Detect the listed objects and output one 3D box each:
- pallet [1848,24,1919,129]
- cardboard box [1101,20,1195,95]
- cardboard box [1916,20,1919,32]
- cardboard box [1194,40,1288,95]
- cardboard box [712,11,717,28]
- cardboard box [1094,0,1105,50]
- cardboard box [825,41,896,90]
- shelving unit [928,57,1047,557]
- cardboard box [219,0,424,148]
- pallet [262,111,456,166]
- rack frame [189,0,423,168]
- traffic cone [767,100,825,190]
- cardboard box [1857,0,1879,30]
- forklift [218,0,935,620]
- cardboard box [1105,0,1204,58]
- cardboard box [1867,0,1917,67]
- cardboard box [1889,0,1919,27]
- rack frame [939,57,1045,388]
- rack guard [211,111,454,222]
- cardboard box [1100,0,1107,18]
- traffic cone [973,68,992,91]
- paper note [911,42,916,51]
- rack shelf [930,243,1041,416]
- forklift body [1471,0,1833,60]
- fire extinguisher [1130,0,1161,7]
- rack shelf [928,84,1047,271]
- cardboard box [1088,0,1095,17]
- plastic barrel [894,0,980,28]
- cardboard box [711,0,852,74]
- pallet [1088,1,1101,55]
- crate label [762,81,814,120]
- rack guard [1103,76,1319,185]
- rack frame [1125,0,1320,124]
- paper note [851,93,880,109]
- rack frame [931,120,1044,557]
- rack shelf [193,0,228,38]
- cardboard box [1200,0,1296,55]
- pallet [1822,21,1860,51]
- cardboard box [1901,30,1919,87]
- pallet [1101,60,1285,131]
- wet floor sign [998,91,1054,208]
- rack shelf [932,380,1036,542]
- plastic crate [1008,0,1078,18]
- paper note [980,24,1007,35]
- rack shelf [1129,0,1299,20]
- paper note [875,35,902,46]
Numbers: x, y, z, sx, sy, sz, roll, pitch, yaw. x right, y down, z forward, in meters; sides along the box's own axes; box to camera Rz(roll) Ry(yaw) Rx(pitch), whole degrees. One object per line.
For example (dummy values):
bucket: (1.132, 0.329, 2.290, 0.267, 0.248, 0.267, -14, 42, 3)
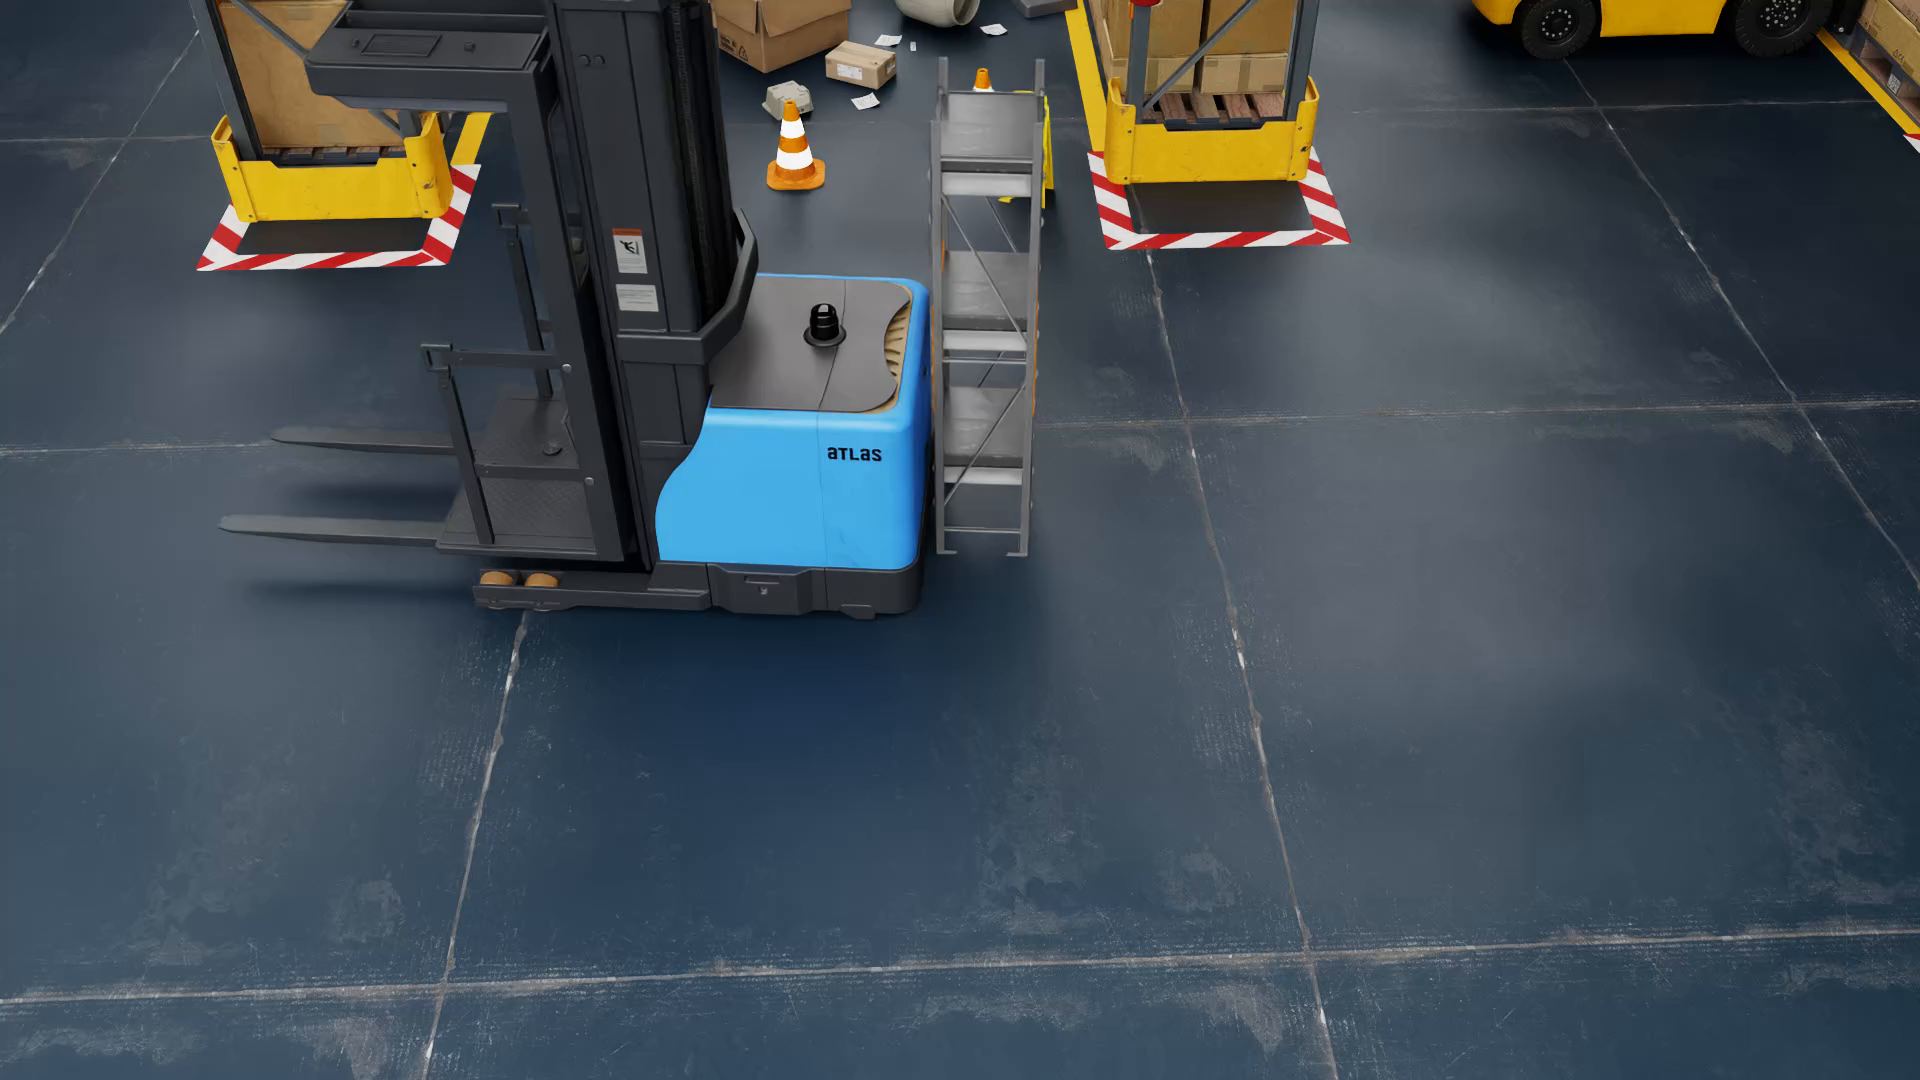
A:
pallet: (6.328, -2.882, 10.387, 1.003, 0.211, 1.213, -2, 43, -2)
cardboard box: (1.139, -2.945, 10.117, 0.500, 0.250, 0.500, -2, 43, -2)
cardboard box: (6.069, -3.040, 9.850, 0.500, 0.250, 0.500, -2, 43, -2)
cardboard box: (1.685, -2.943, 10.115, 0.500, 0.250, 0.500, -2, 43, -2)
cardboard box: (-1.755, -3.624, 11.157, 0.396, 0.266, 0.258, 5, 43, 6)
cardboard box: (1.126, -3.279, 10.481, 0.500, 0.250, 0.500, -1, 43, -2)
cardboard box: (-0.631, -3.025, 10.590, 0.380, 0.149, 0.250, 19, 46, 20)
shelving unit: (0.108, -0.875, 6.800, 0.431, 2.100, 0.503, 2, 43, 2)
cardboard box: (-3.593, -2.867, 9.569, 0.875, 0.875, 0.875, -1, 43, -2)
pallet: (-3.611, -2.549, 10.024, 1.003, 0.211, 1.213, -2, 43, -2)
rack frame: (-3.498, -3.039, 8.496, 1.000, 3.000, 0.127, -2, 43, -2)
traffic cone: (-0.959, -2.306, 9.573, 0.336, 0.463, 0.334, -2, 43, -2)
cardboard box: (6.042, -3.518, 10.742, 0.500, 0.250, 0.500, -1, 43, -1)
forklift: (-1.654, -1.132, 6.465, 3.031, 2.935, 1.130, 2, 43, 3)
cardboard box: (1.148, -3.201, 9.841, 0.500, 0.500, 0.500, -1, 43, -2)
cardboard box: (6.055, -3.180, 10.373, 0.500, 0.250, 0.500, -2, 43, -2)
cardboard box: (6.058, -3.379, 10.220, 0.500, 0.250, 0.500, -2, 43, -2)
rack frame: (0.120, -1.040, 6.980, 0.400, 2.100, 0.015, 2, 43, 2)
rack guard: (-3.497, -2.102, 9.323, 1.175, 0.500, 0.348, -2, 43, -2)
cardboard box: (1.123, -3.553, 10.225, 0.500, 0.500, 0.500, 0, 43, 0)
traffic cone: (0.136, -2.568, 9.859, 0.336, 0.463, 0.334, -2, 43, -2)
paper note: (-0.308, -3.247, 10.935, 0.032, 0.001, 0.123, -2, 43, -2)
rack shelf: (0.108, -0.865, 6.810, 0.431, 0.518, 0.480, 2, 43, 2)
forklift body: (4.499, -4.310, 10.509, 2.313, 2.155, 1.214, -2, 43, -2)
fire extinguisher: (0.987, -3.131, 8.652, 0.296, 0.674, 0.183, -2, 43, -2)
rack shelf: (0.108, -1.381, 6.337, 0.431, 0.518, 0.480, 2, 43, 2)
cardboard box: (1.098, -3.632, 10.866, 0.500, 0.250, 0.500, -3, 43, -3)
plastic barrel: (-0.158, -3.651, 11.069, 0.512, 0.421, 0.421, 27, 49, 27)
cardboard box: (-1.161, -3.443, 10.783, 0.797, 0.503, 0.637, -32, 51, -30)
pallet: (1.392, -3.644, 11.219, 1.003, 0.211, 1.213, -2, 43, -2)
crate label: (-1.054, -2.715, 10.261, 0.250, 0.136, 0.298, -23, 47, -23)
rack guard: (1.440, -2.379, 9.626, 1.175, 0.500, 0.348, -2, 43, -2)
rack frame: (1.443, -3.250, 8.725, 1.000, 3.000, 0.127, -2, 43, -2)
paper note: (-0.586, -2.736, 10.362, 0.148, 0.019, 0.142, -16, 45, -16)
rack frame: (0.097, -0.710, 6.621, 0.400, 2.100, 0.015, 2, 43, 2)
rack shelf: (-3.583, -4.124, 10.212, 1.077, 0.370, 4.000, -2, 43, -2)
cardboard box: (1.683, -3.236, 9.879, 0.500, 0.500, 0.500, -3, 43, -3)
pallet: (6.279, -3.703, 11.284, 1.003, 0.211, 1.213, -2, 43, -2)
cardboard box: (6.066, -2.844, 10.007, 0.500, 0.250, 0.500, -1, 43, -1)
pallet: (1.440, -2.822, 10.323, 1.003, 0.211, 1.213, -2, 43, -2)
wet floor sign: (0.382, -2.223, 9.347, 0.267, 0.644, 0.232, 12, 44, 13)
rack shelf: (0.108, -0.349, 7.283, 0.431, 0.518, 0.480, 2, 43, 2)
plastic crate: (0.520, -3.790, 11.476, 0.402, 0.080, 0.583, -16, 45, -16)
paper note: (0.228, -3.412, 11.100, 0.142, 0.019, 0.148, -16, 45, -16)
rack shelf: (1.358, -4.335, 10.441, 1.077, 0.370, 4.000, -2, 43, -2)
paper note: (-0.472, -3.310, 10.996, 0.148, 0.019, 0.142, 12, 44, 13)
